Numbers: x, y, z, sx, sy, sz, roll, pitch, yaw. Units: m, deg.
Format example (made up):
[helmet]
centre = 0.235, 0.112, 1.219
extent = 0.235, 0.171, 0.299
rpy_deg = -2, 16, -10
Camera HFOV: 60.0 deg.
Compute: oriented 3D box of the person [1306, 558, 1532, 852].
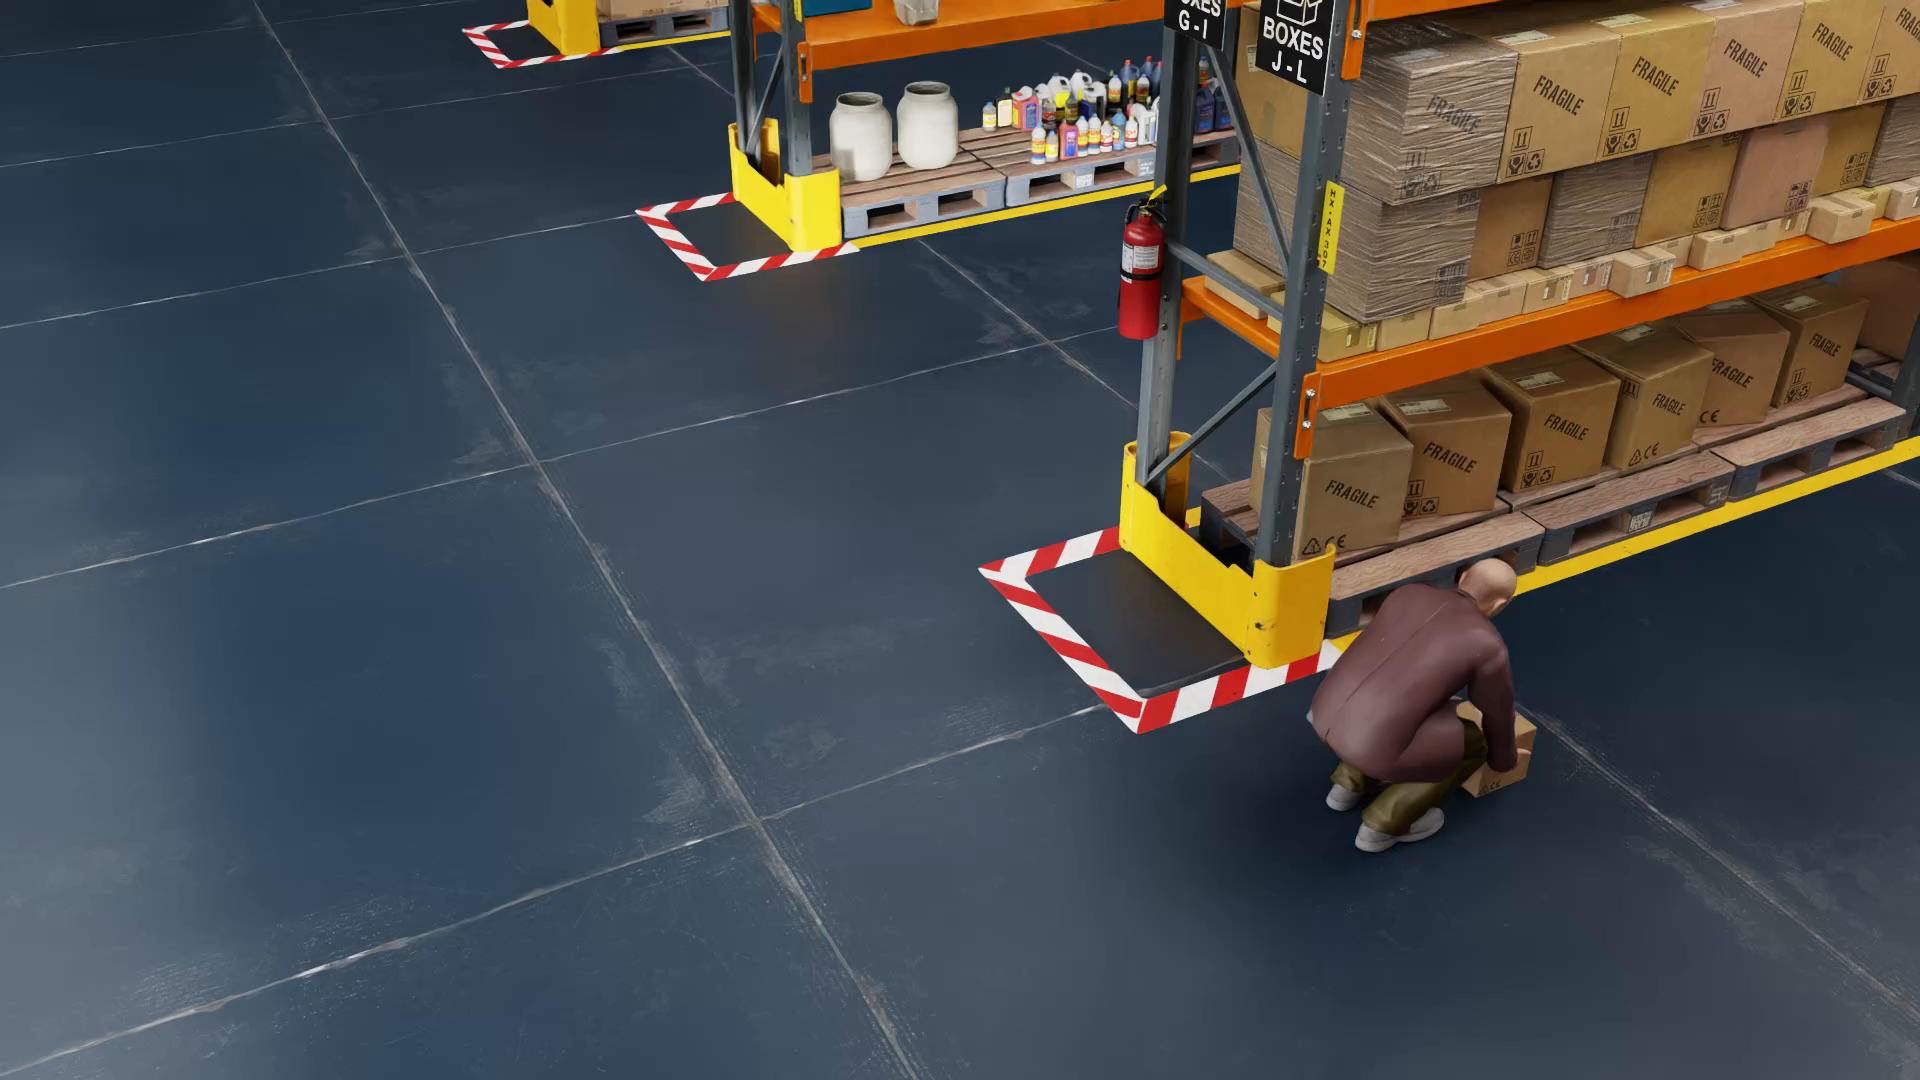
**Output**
[person]
centre = 1.657, 0.581, 6.018
extent = 0.909, 0.947, 0.609
rpy_deg = -16, 36, -24
